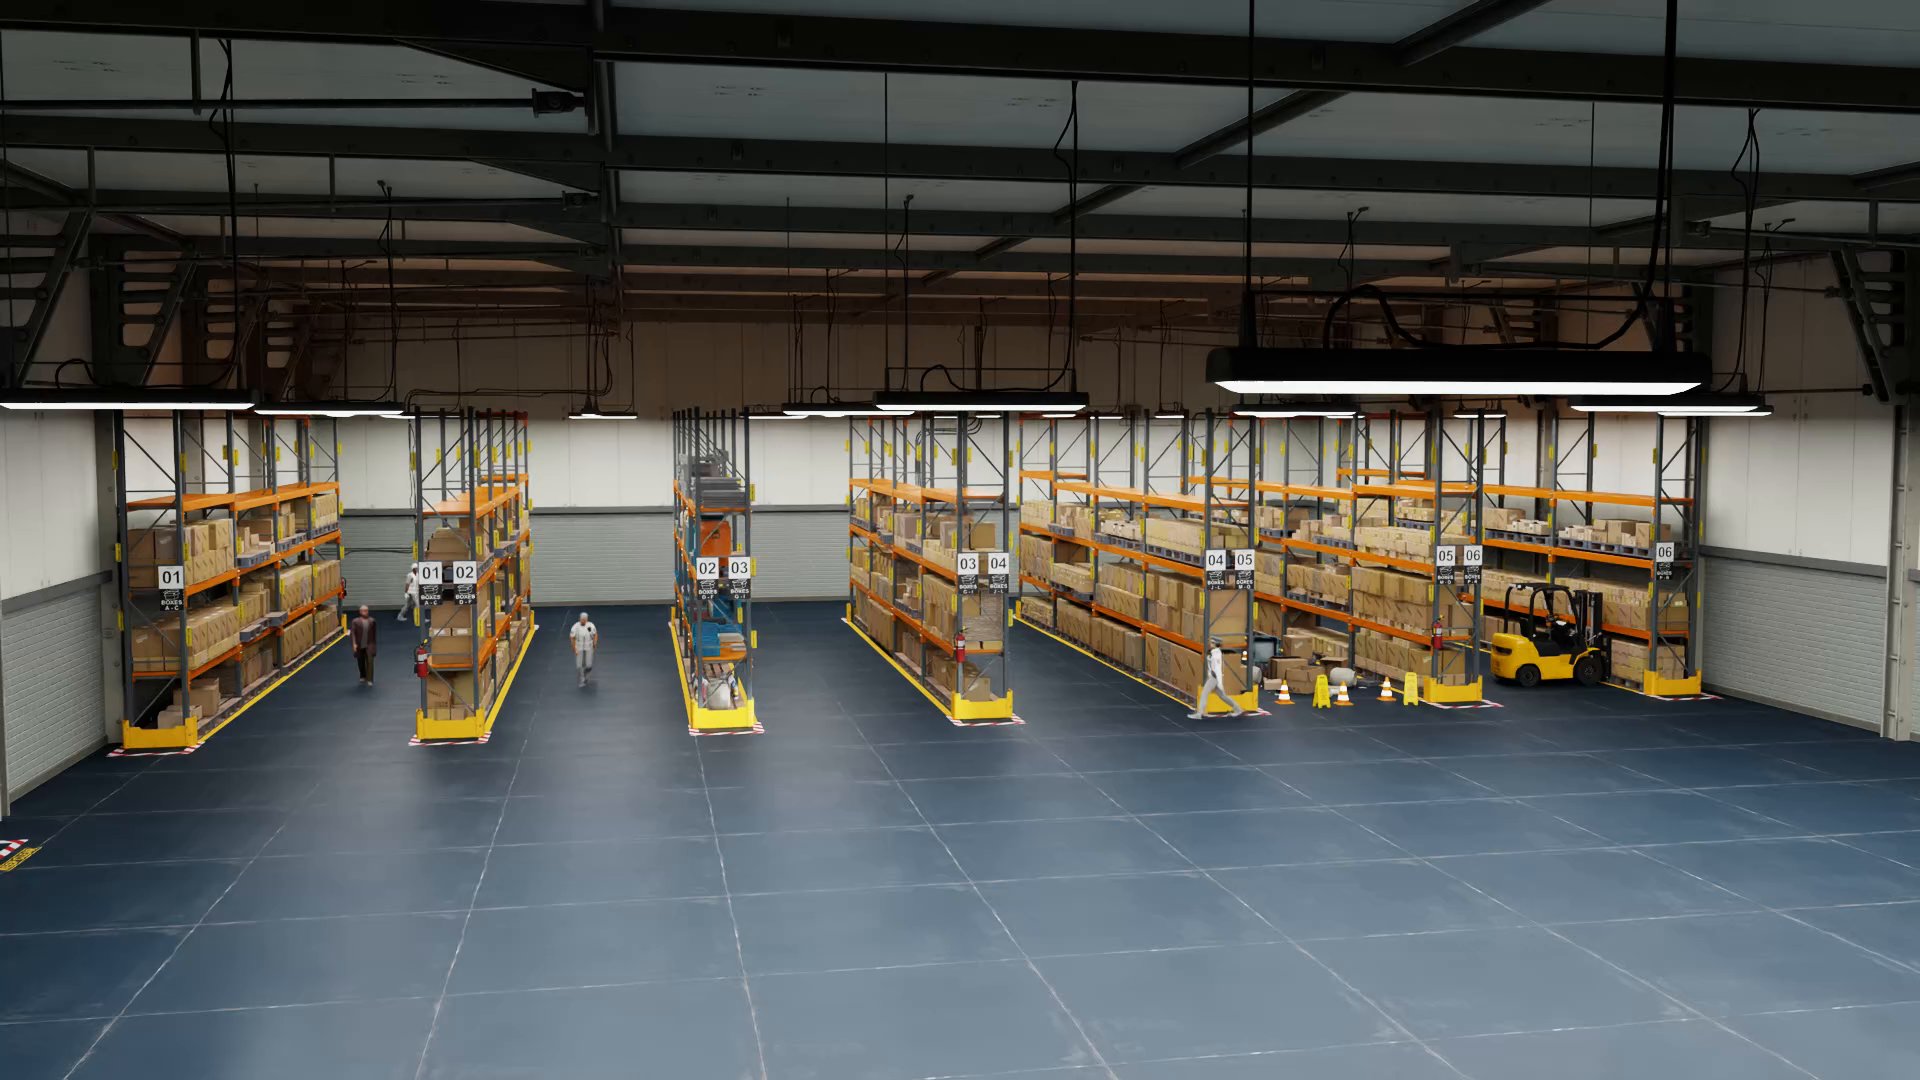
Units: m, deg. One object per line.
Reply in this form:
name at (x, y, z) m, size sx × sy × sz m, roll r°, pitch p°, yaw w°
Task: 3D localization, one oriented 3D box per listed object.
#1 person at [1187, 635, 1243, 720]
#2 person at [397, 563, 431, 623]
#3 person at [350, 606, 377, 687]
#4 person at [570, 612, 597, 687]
person at (4.911, 2.638, 31.938) m, size 1.064 × 1.621 × 0.553 m, roll 1°, pitch 4°, yaw 8°
person at (-15.507, 1.512, 47.216) m, size 1.141 × 1.725 × 0.542 m, roll 1°, pitch 4°, yaw 9°
person at (-12.867, 2.281, 35.862) m, size 0.542 × 1.715 × 1.107 m, roll -1°, pitch 4°, yaw -16°
person at (-8.164, 2.367, 36.090) m, size 0.567 × 1.618 × 0.595 m, roll -1°, pitch 4°, yaw -10°
